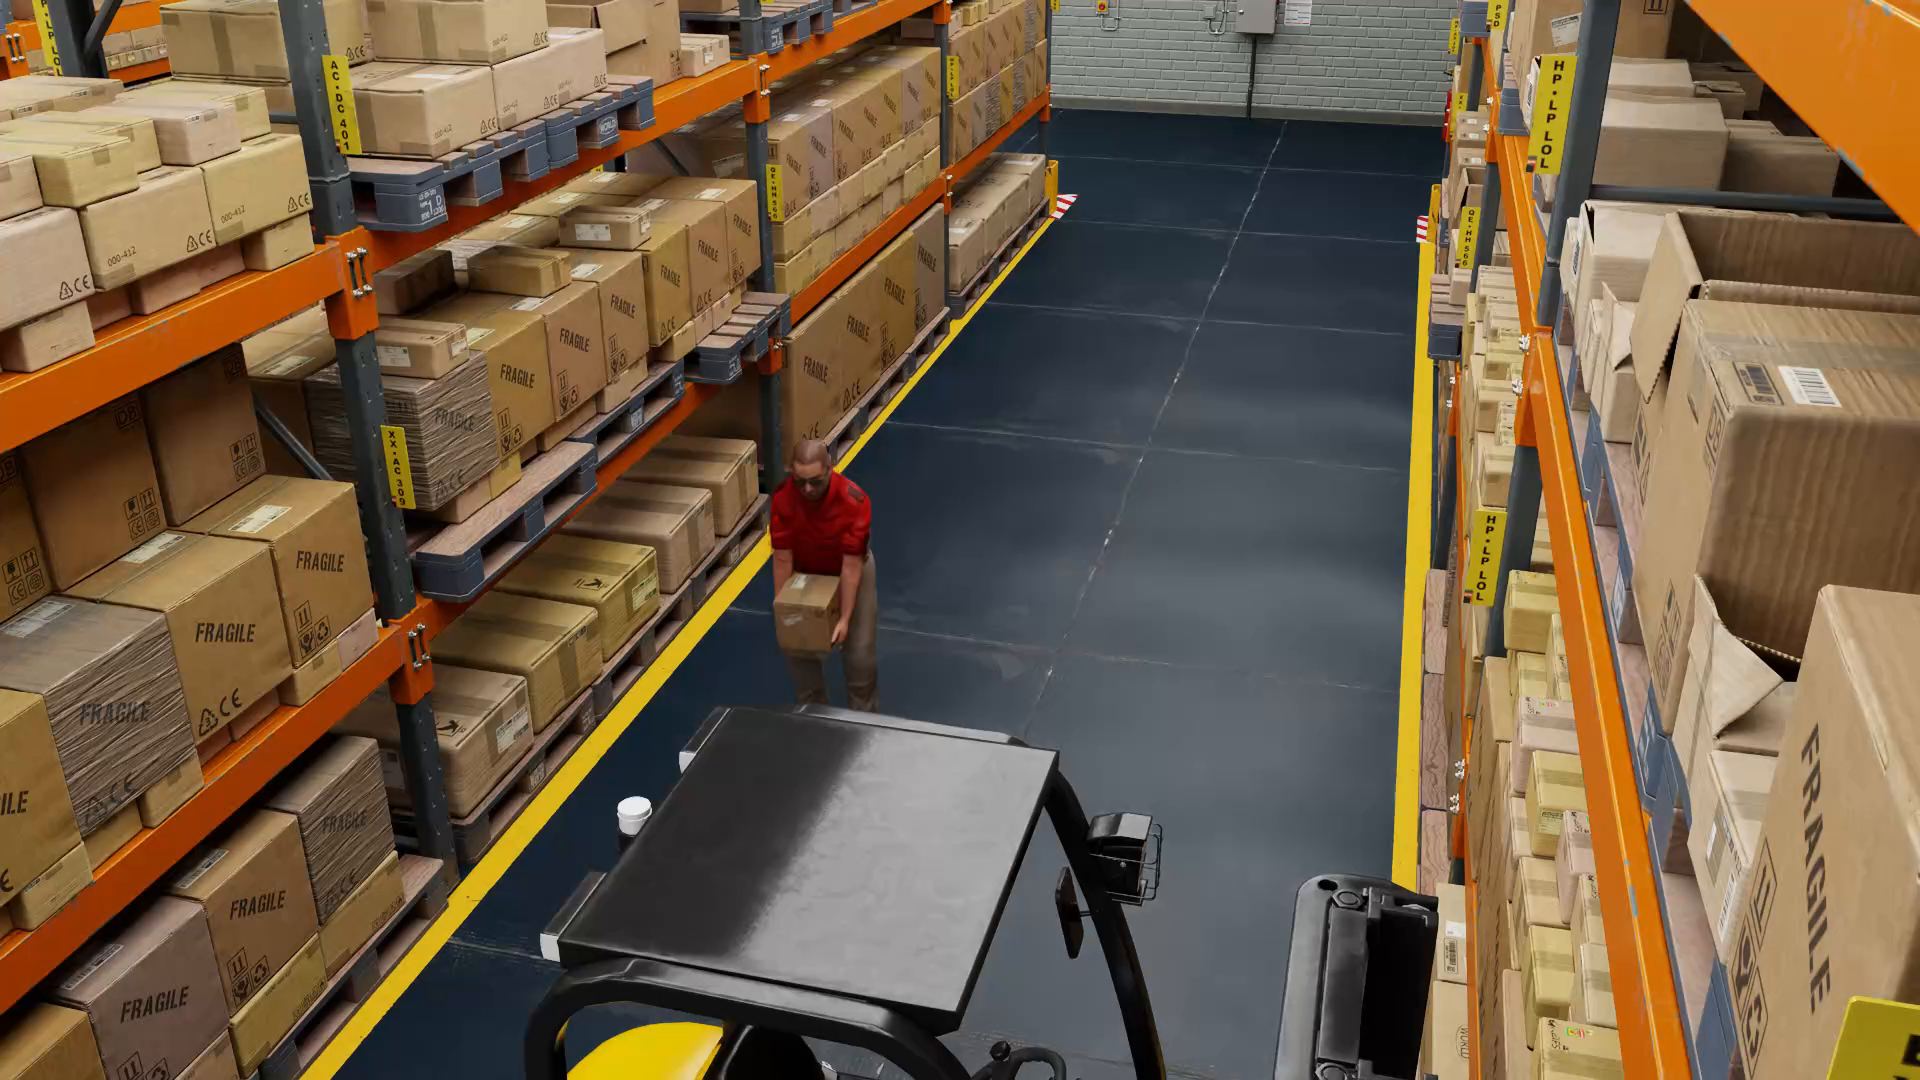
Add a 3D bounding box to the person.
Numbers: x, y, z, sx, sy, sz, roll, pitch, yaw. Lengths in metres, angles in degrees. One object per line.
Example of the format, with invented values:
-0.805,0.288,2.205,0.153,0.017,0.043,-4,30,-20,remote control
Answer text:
-0.617,0.251,7.691,0.480,1.655,0.606,6,26,12,person
